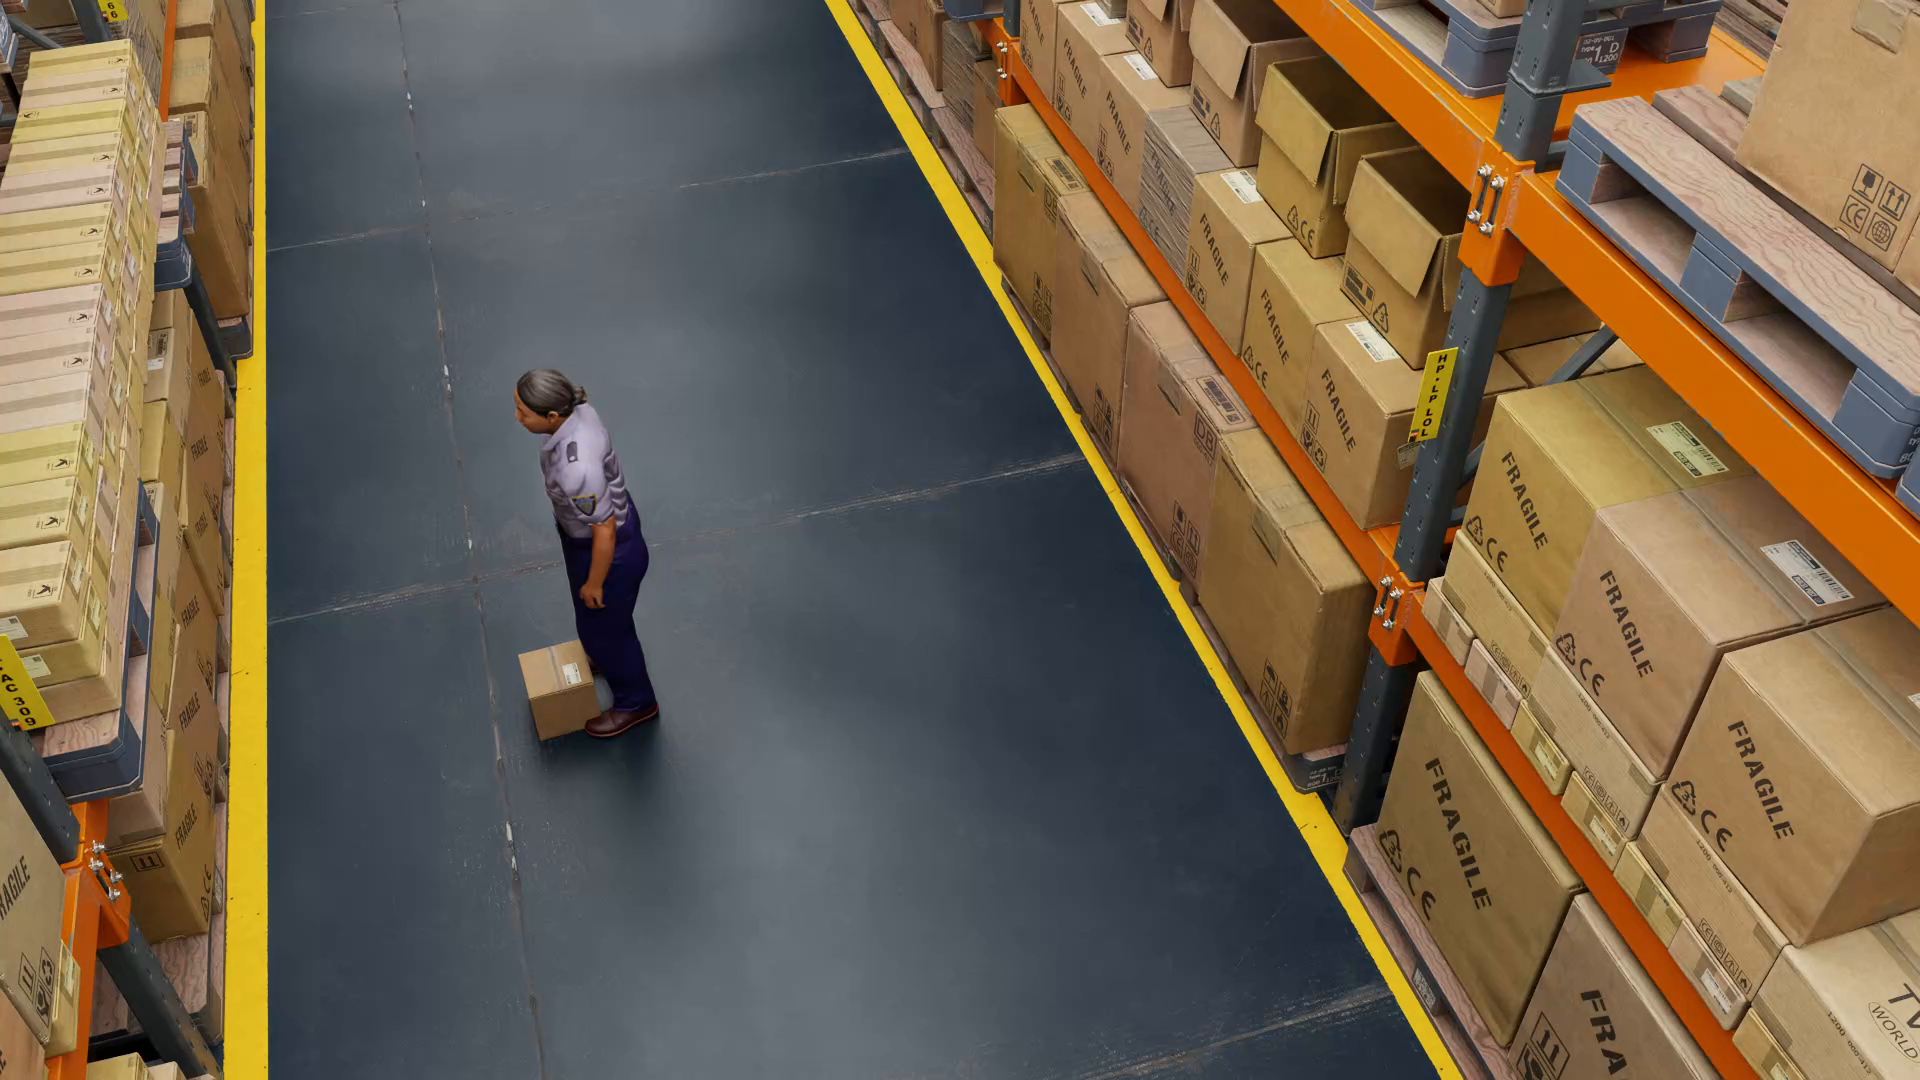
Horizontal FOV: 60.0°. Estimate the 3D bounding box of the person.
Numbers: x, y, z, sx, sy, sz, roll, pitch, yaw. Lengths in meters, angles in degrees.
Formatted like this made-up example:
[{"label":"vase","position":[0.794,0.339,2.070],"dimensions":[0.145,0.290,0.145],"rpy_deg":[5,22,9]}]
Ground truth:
[{"label":"person","position":[-1.354,0.015,6.149],"dimensions":[0.372,1.652,0.537],"rpy_deg":[-12,44,-13]}]
